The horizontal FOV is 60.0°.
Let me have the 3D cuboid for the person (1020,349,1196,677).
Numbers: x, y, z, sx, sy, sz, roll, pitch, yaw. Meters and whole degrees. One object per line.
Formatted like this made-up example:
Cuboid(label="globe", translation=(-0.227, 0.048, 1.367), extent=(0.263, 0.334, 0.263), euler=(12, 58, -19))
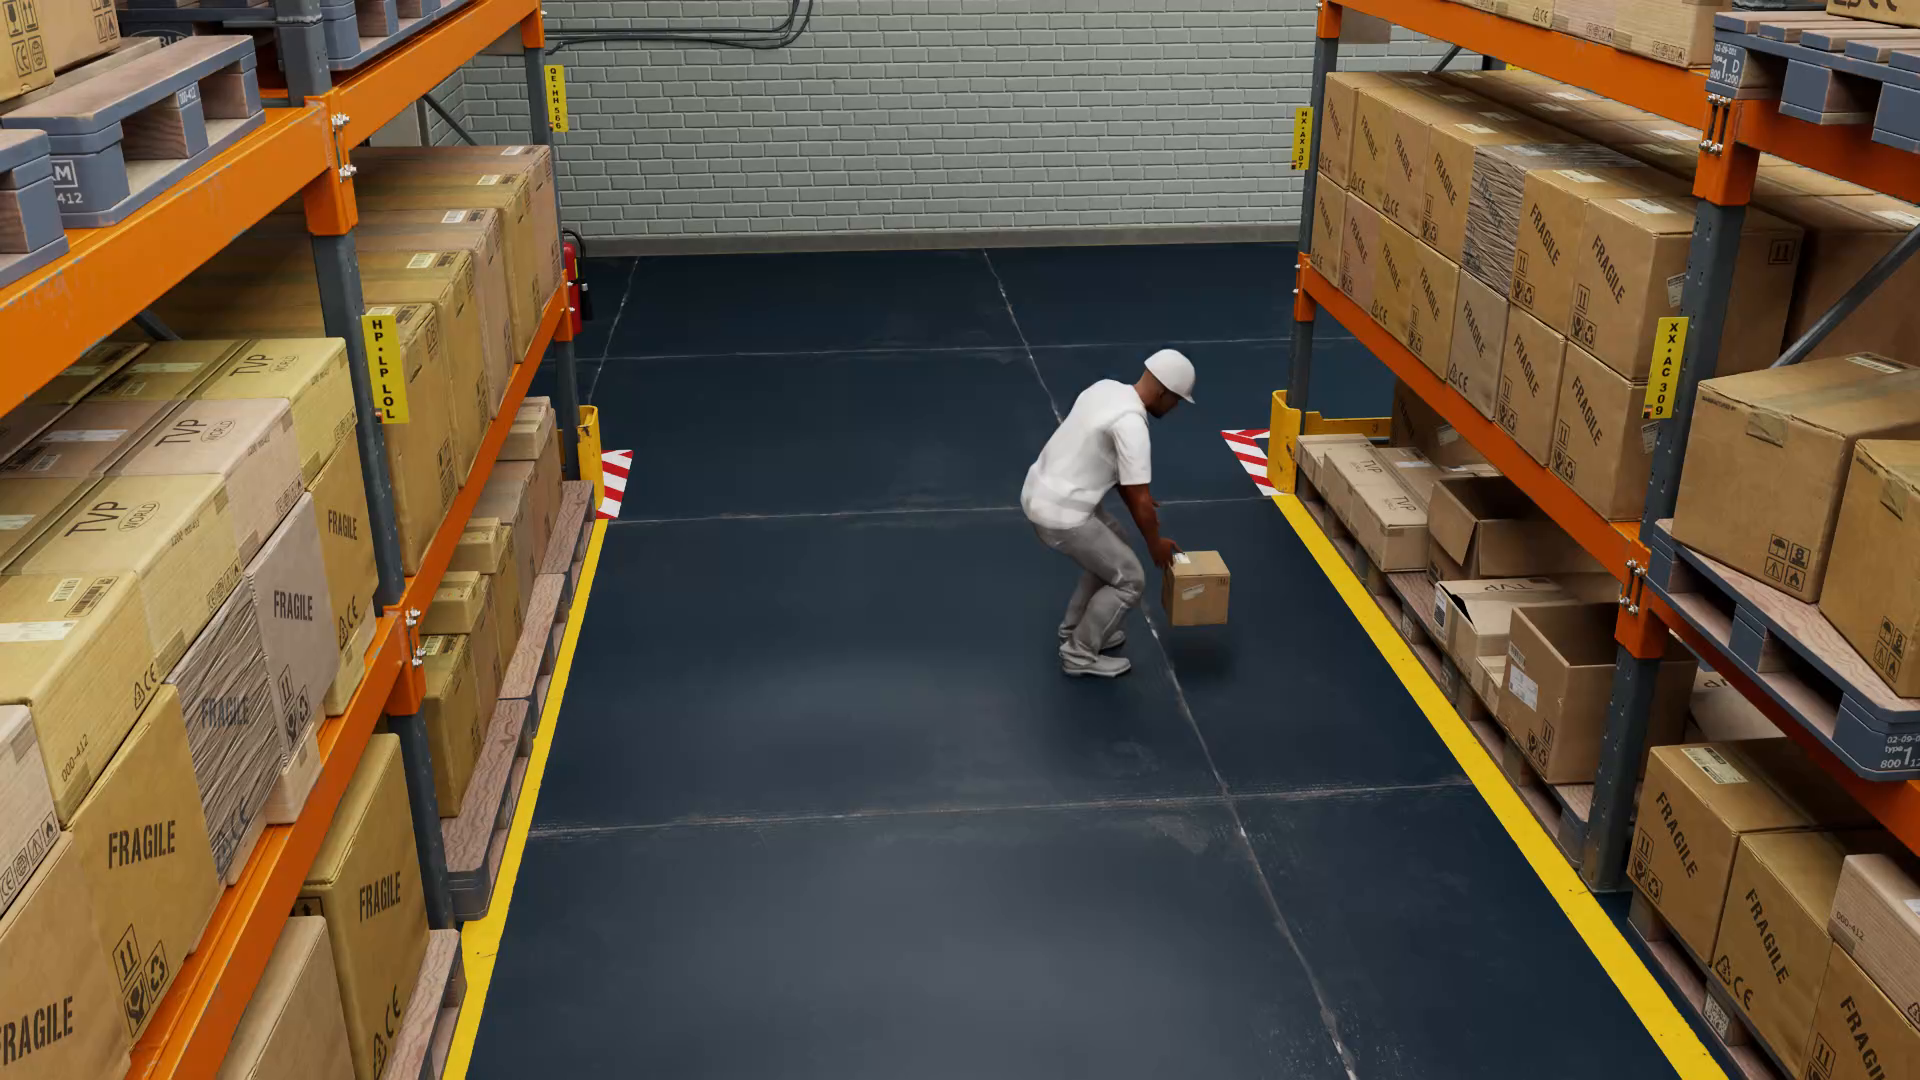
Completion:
Cuboid(label="person", translation=(0.638, -0.139, 7.305), extent=(0.746, 1.433, 0.631), euler=(-2, 24, -5))
